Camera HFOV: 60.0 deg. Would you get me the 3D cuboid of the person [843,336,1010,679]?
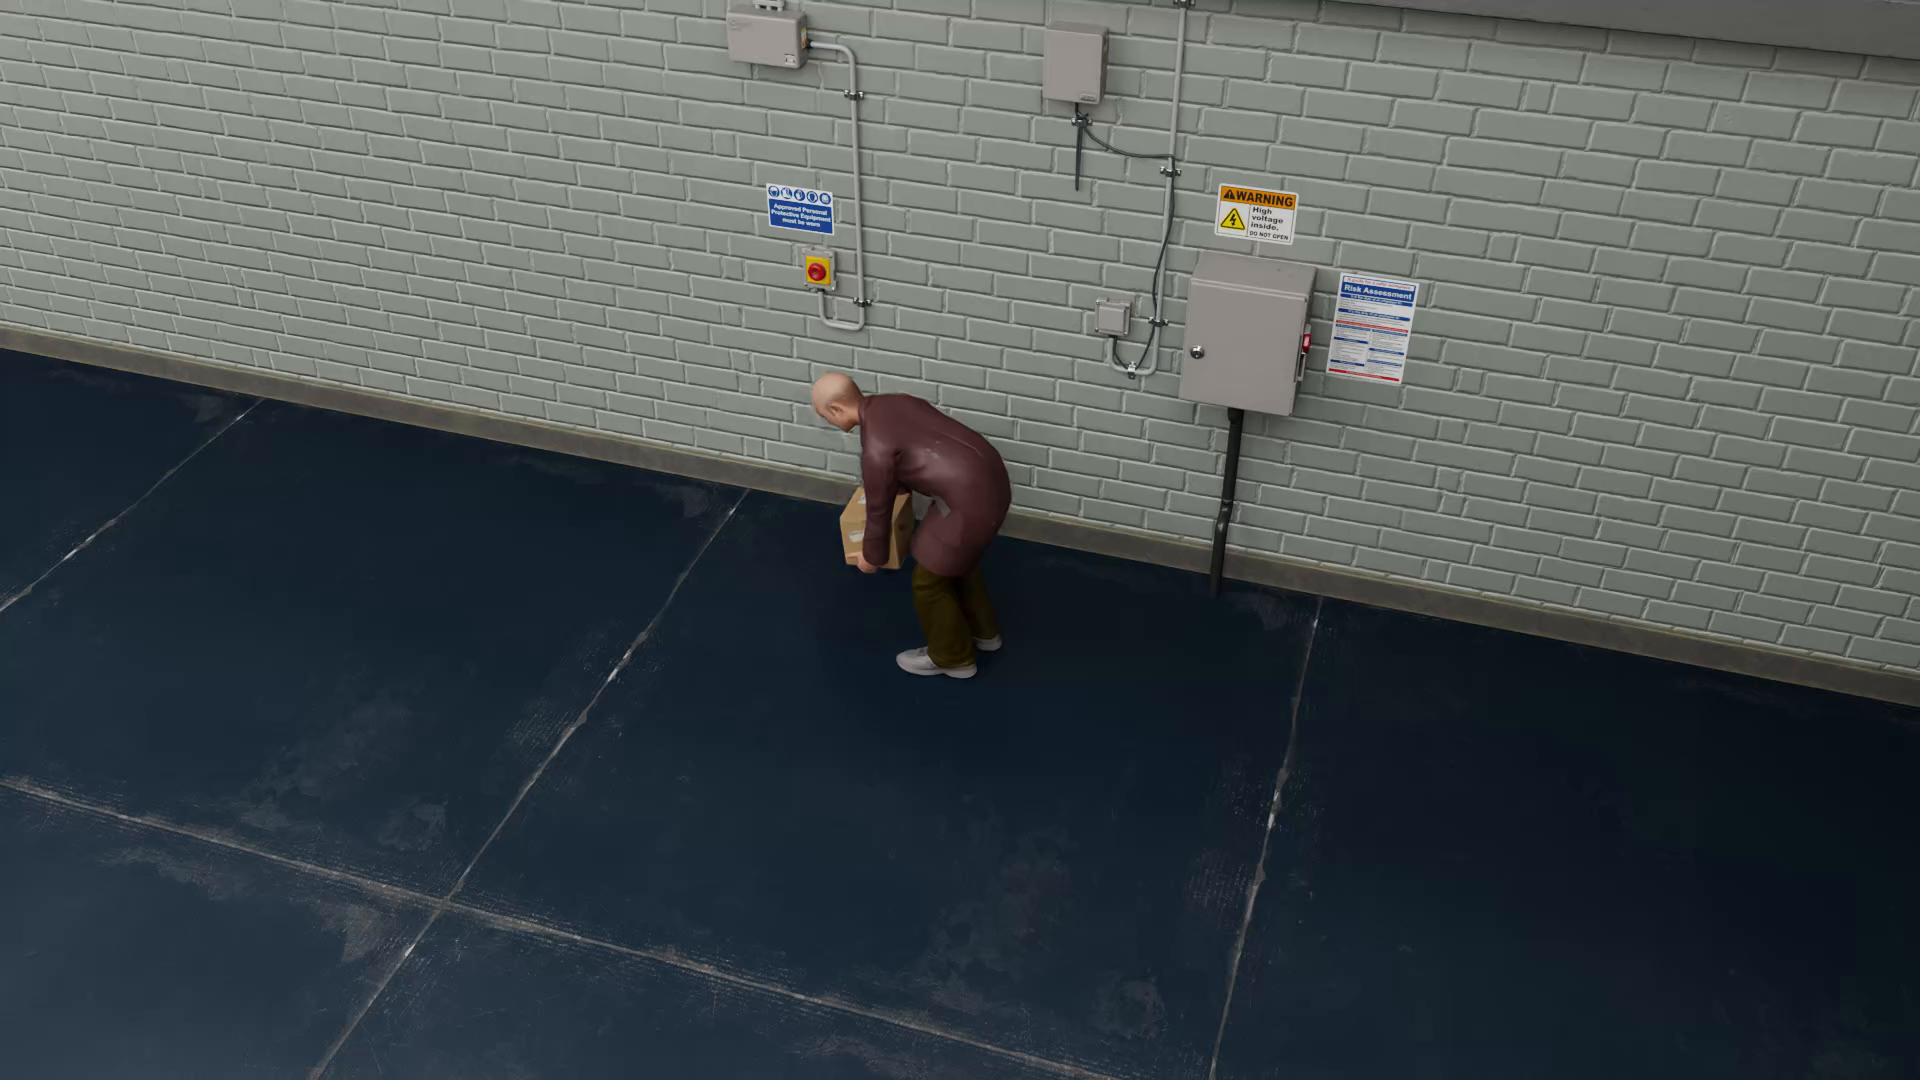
[{"bbox_3d":[-0.138,-0.137,7.217,0.697,1.633,0.536,10,38,13],"label":"person"}]
